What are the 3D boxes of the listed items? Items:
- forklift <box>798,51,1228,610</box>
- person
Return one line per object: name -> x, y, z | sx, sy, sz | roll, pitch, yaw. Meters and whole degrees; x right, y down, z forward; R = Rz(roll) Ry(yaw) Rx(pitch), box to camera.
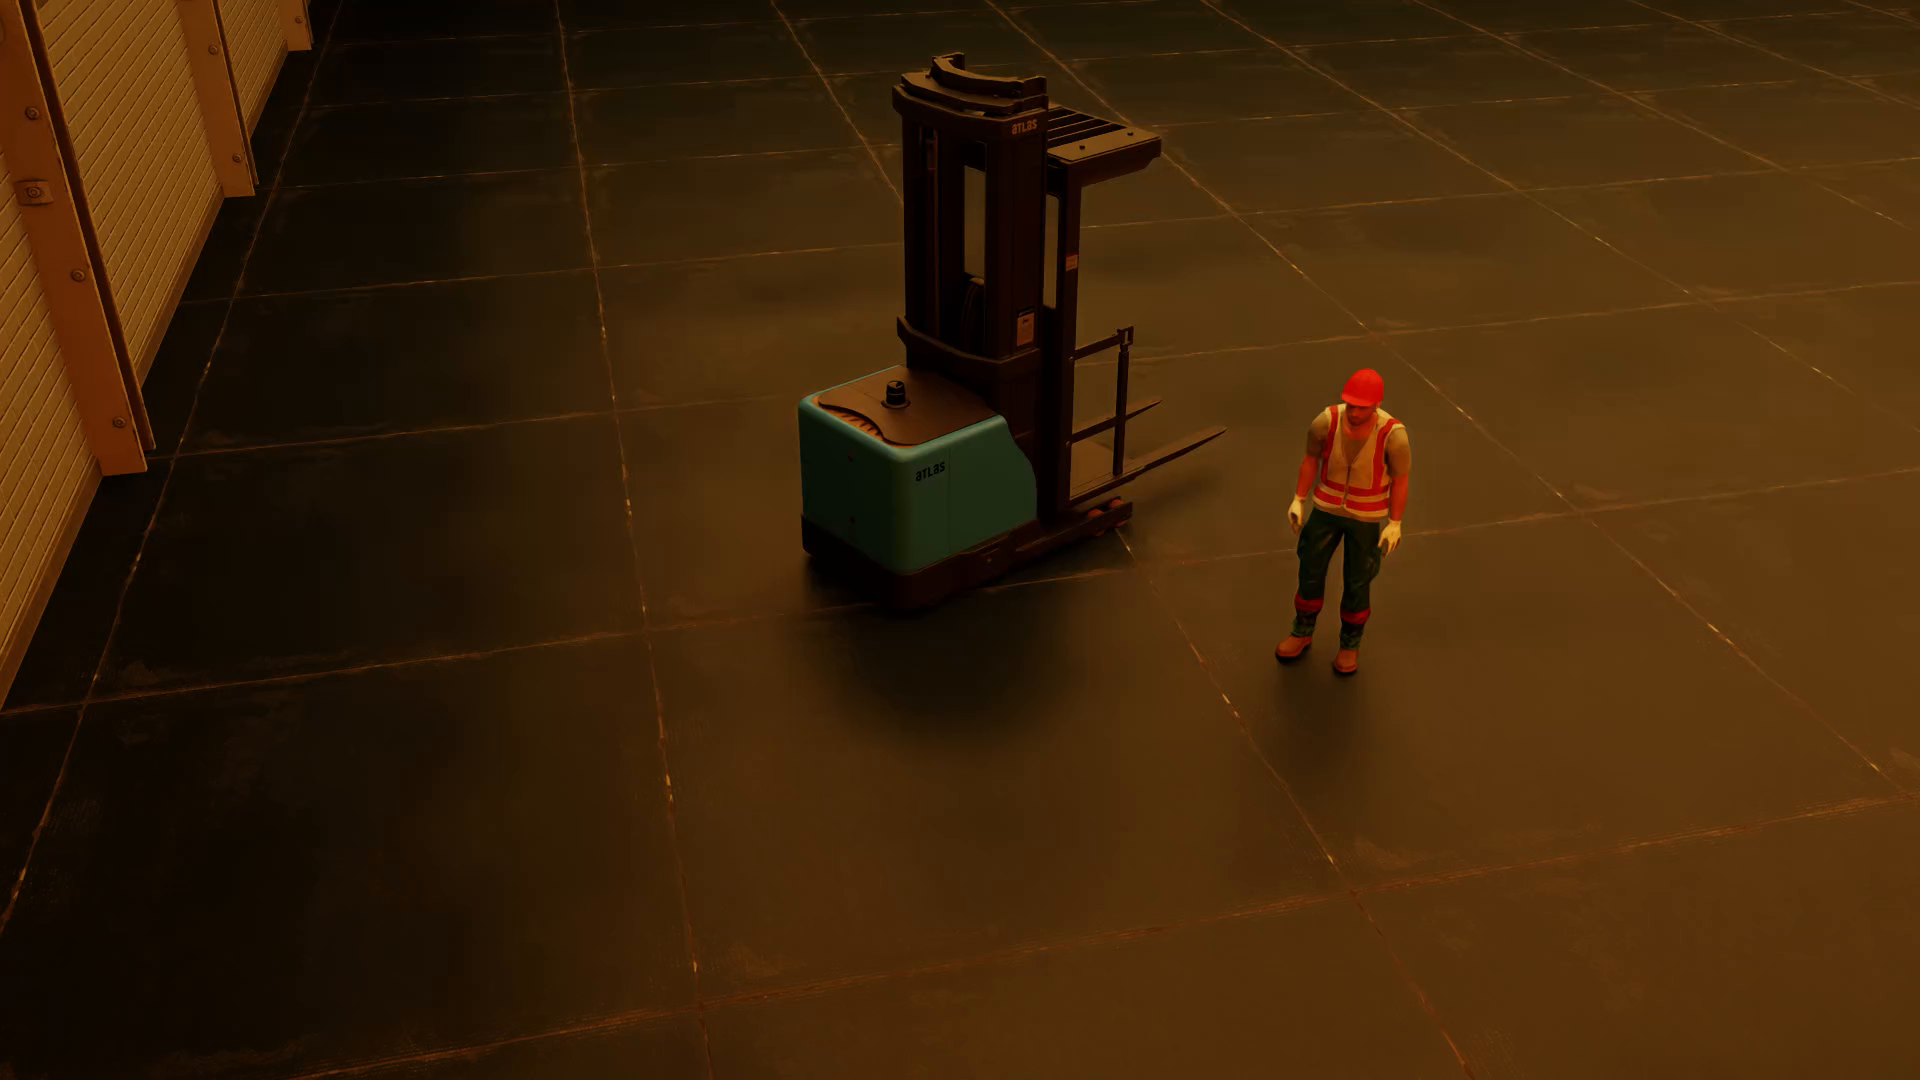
forklift -> 0.472, -1.473, 10.119 | 3.031, 2.935, 1.130 | -23, 37, -35
person -> 2.070, -0.122, 8.940 | 0.620, 1.777, 0.451 | 16, 33, 25
